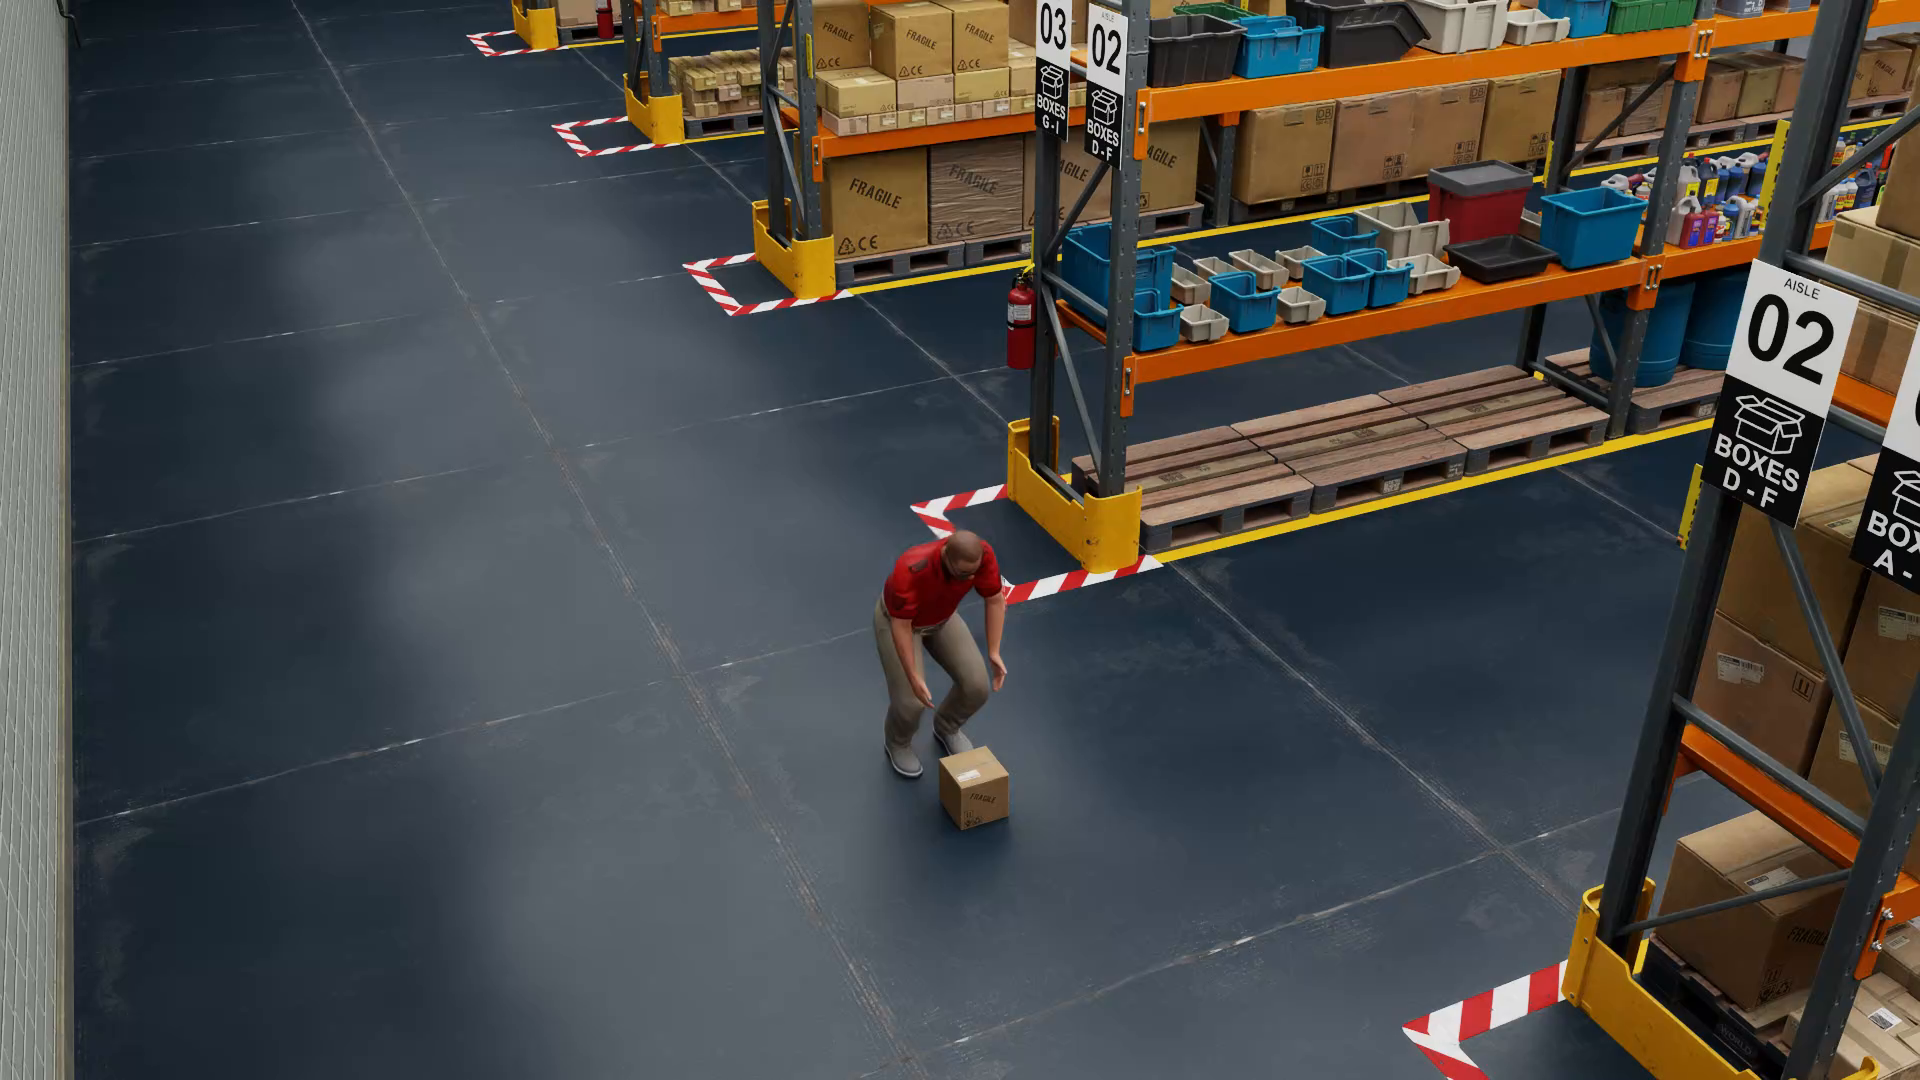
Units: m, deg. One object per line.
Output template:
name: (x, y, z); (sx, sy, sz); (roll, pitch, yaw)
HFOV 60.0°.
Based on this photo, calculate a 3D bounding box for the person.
person: (-0.098, 0.469, 7.970); (0.590, 1.409, 0.707); (-13, 32, -22)
